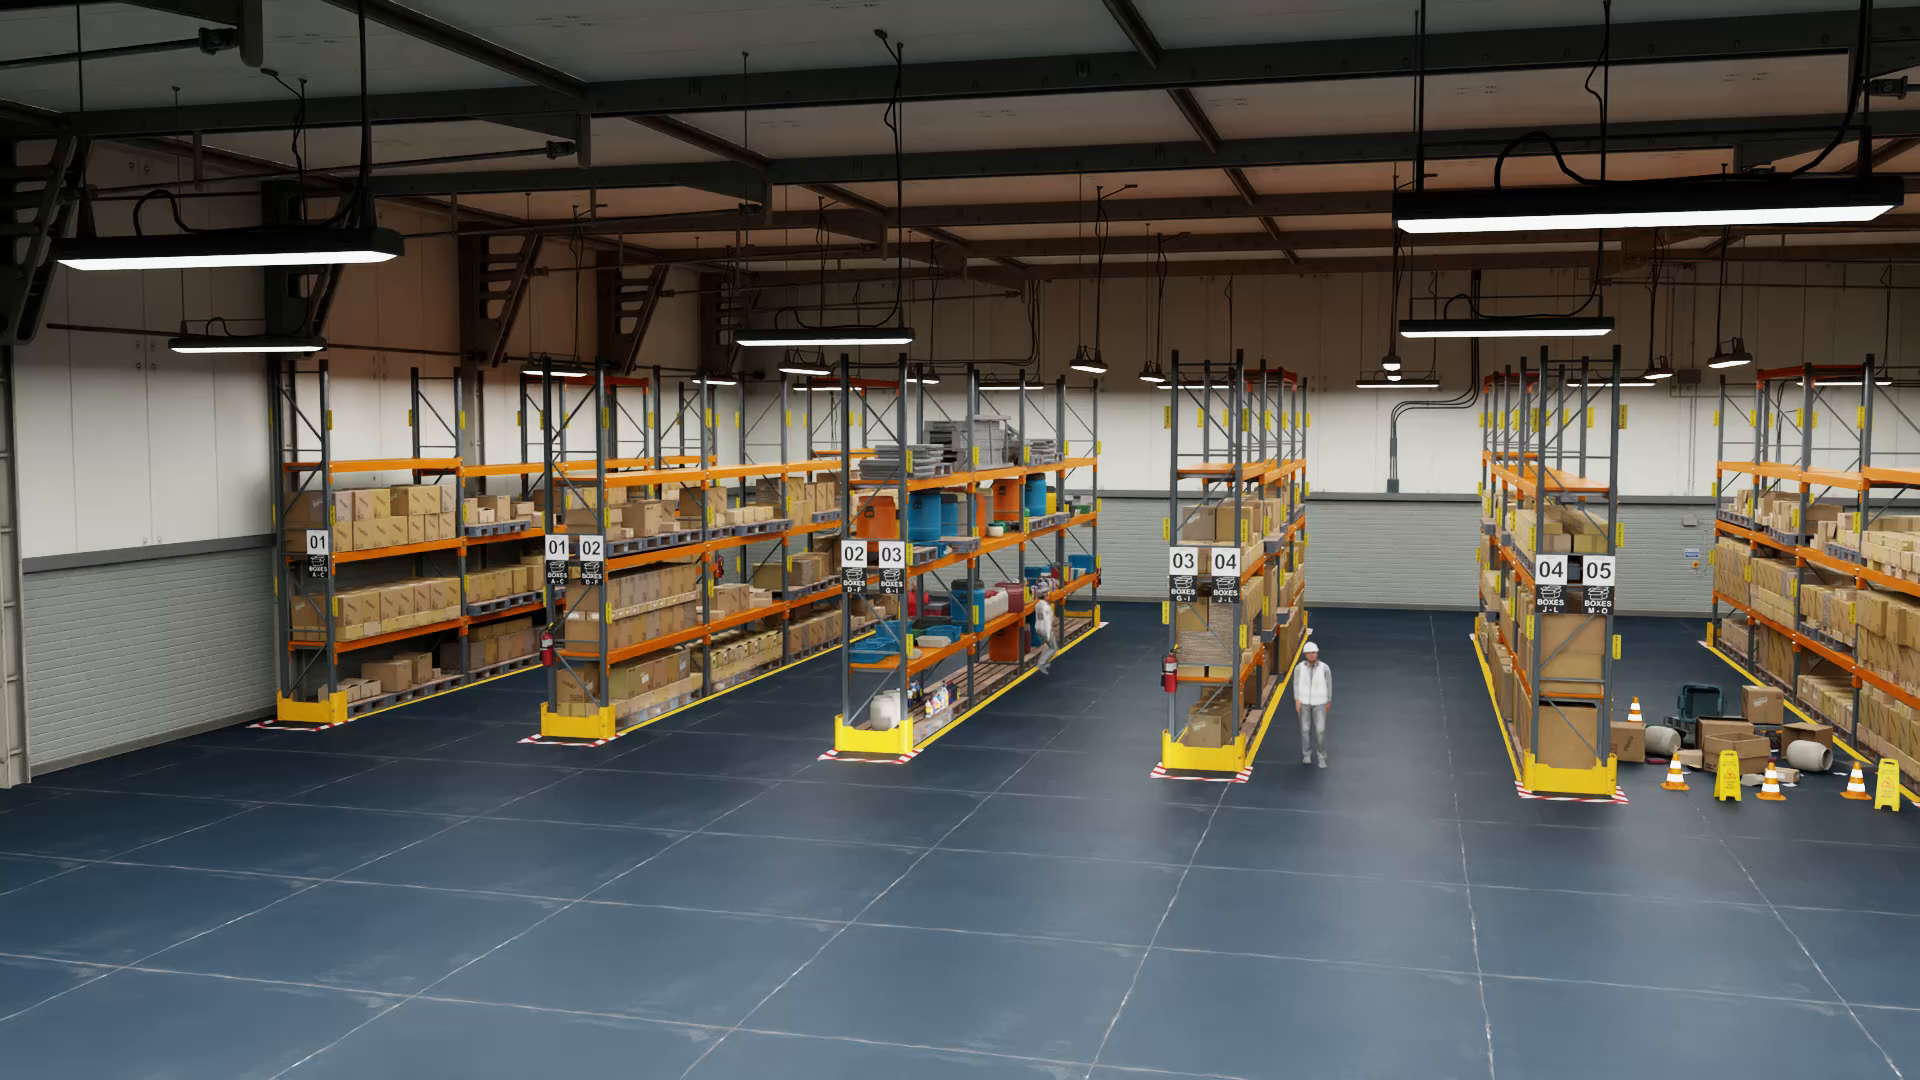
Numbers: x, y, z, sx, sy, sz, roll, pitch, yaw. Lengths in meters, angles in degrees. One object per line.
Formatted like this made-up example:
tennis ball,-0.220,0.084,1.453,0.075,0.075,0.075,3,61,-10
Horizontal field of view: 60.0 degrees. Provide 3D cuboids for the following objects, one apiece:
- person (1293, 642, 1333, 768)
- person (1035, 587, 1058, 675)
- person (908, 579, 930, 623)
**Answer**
person,5.109,2.412,24.137,0.546,1.859,0.469,2,4,21
person,1.620,1.724,31.704,0.513,1.649,0.503,-2,4,-24
person,-0.884,1.590,33.068,0.591,1.624,0.857,2,5,24
